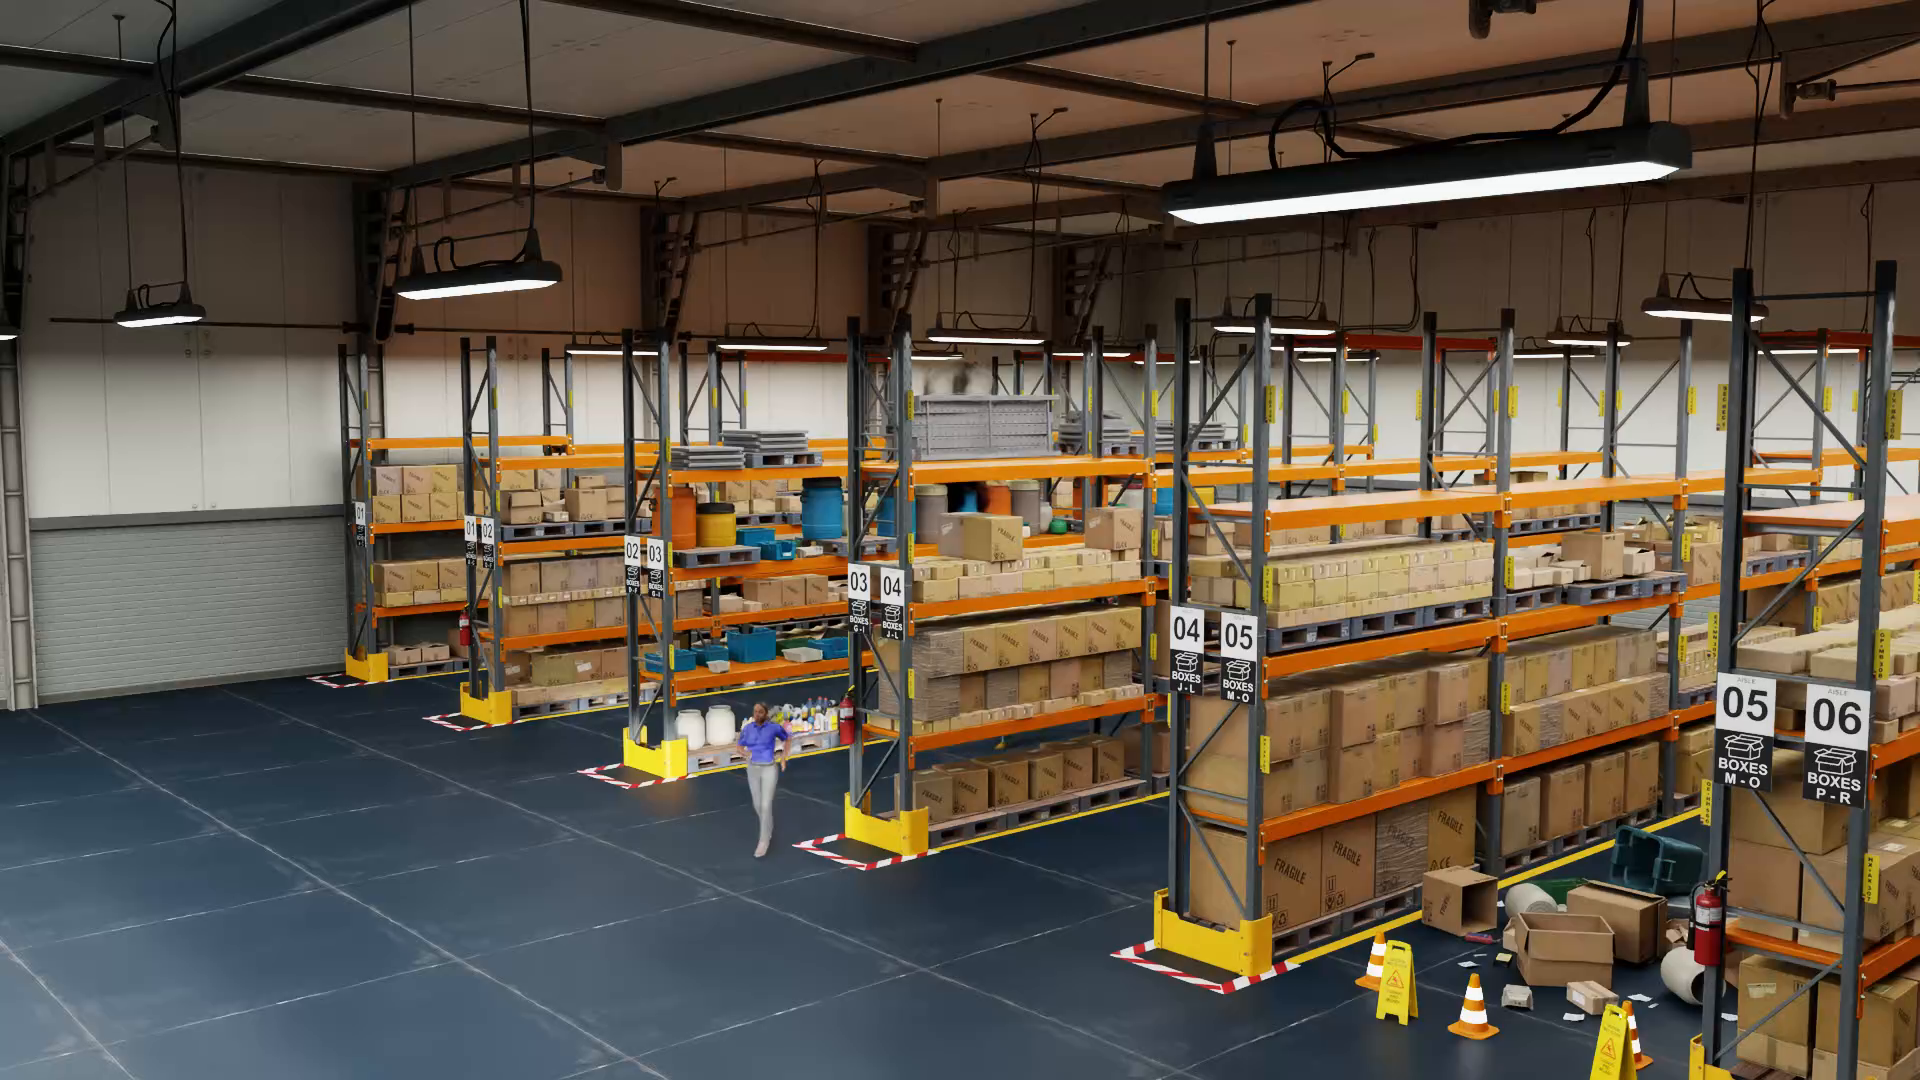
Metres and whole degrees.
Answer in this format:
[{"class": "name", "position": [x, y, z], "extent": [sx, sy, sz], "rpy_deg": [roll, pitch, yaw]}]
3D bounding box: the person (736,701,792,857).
[{"class": "person", "position": [-2.231, 2.640, 18.743], "extent": [0.570, 1.677, 0.818], "rpy_deg": [1, 5, 14]}]

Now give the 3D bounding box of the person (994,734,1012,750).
[{"class": "person", "position": [0.727, 2.187, 24.099], "extent": [0.697, 1.693, 0.839], "rpy_deg": [4, 7, 40]}]
